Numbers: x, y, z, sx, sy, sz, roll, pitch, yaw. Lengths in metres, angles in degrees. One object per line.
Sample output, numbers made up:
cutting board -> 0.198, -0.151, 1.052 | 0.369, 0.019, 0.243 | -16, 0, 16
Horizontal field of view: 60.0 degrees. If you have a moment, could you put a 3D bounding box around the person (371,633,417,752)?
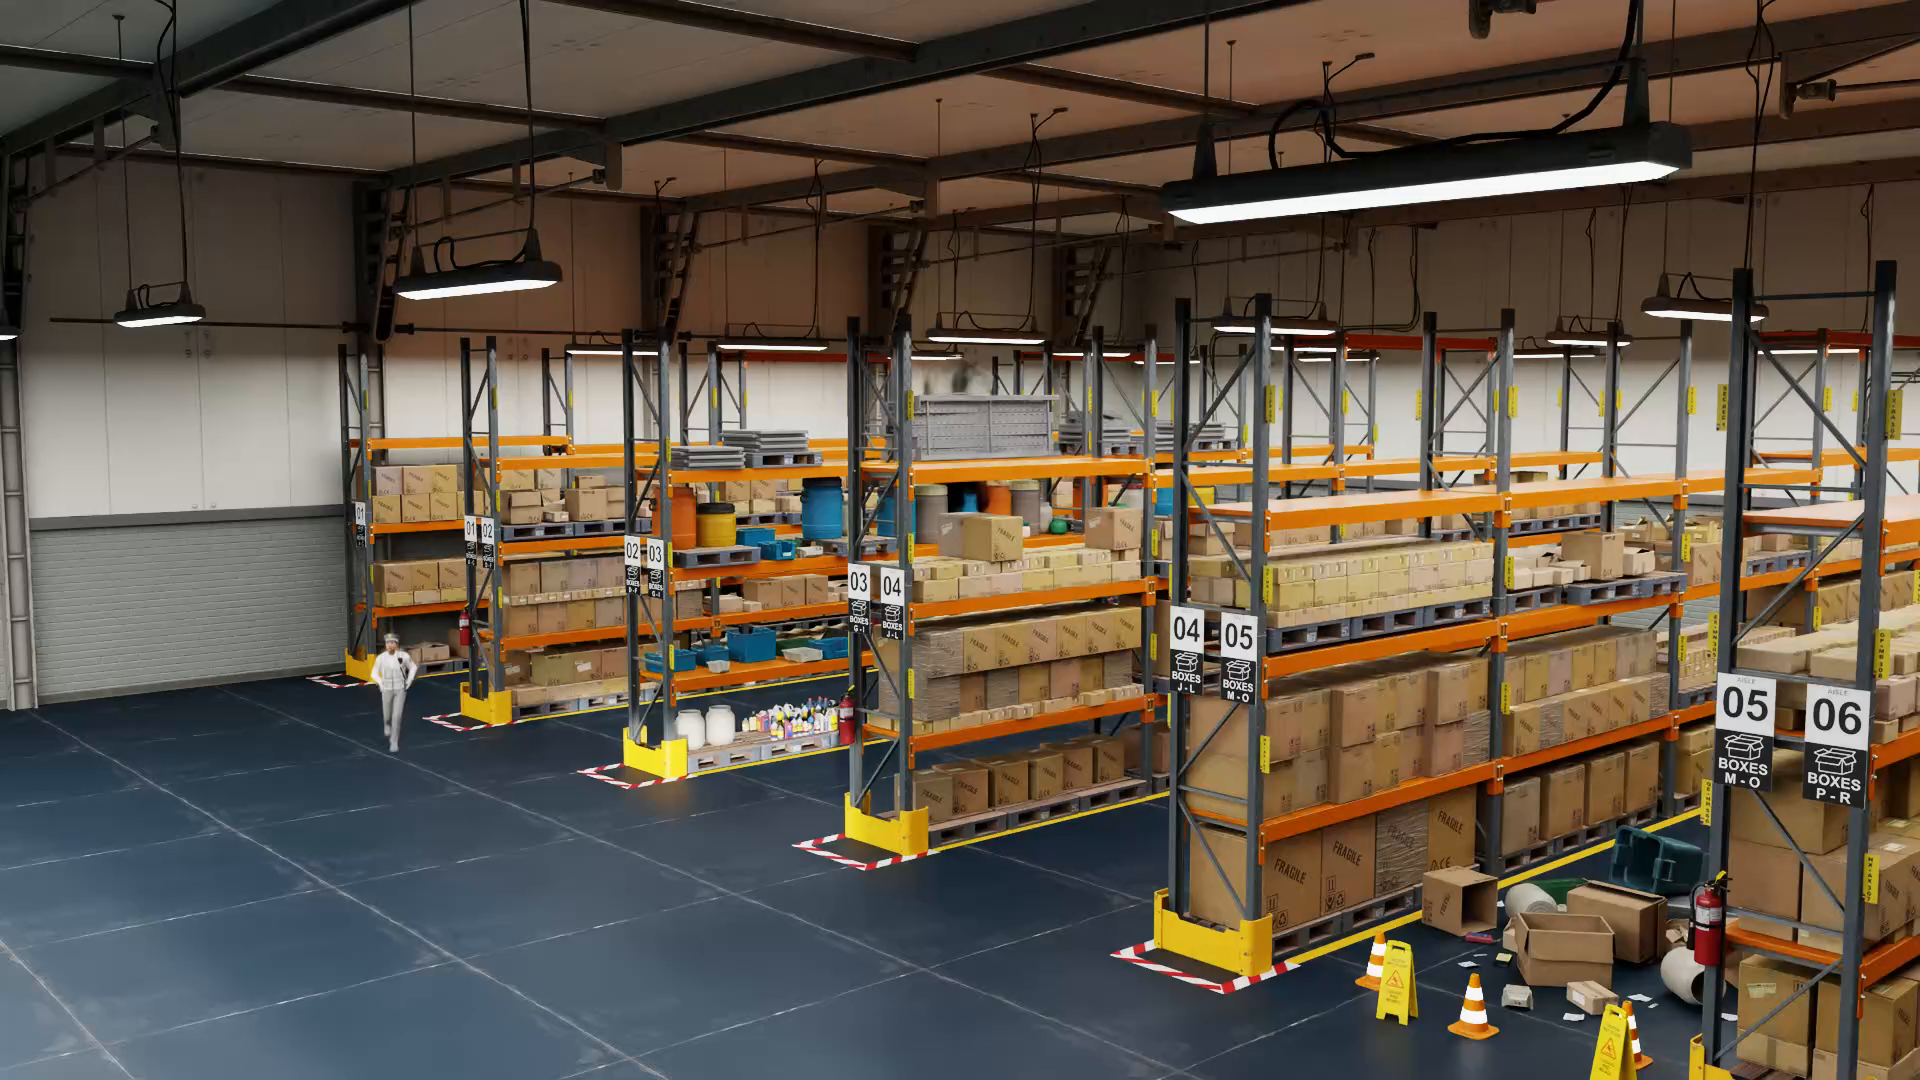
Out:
person -> -8.209, 2.179, 24.155 | 0.625, 1.696, 0.810 | -1, 5, -13

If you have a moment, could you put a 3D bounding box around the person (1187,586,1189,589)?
person -> 4.836, 1.217, 34.689 | 0.666, 1.686, 0.576 | 4, 6, 35
